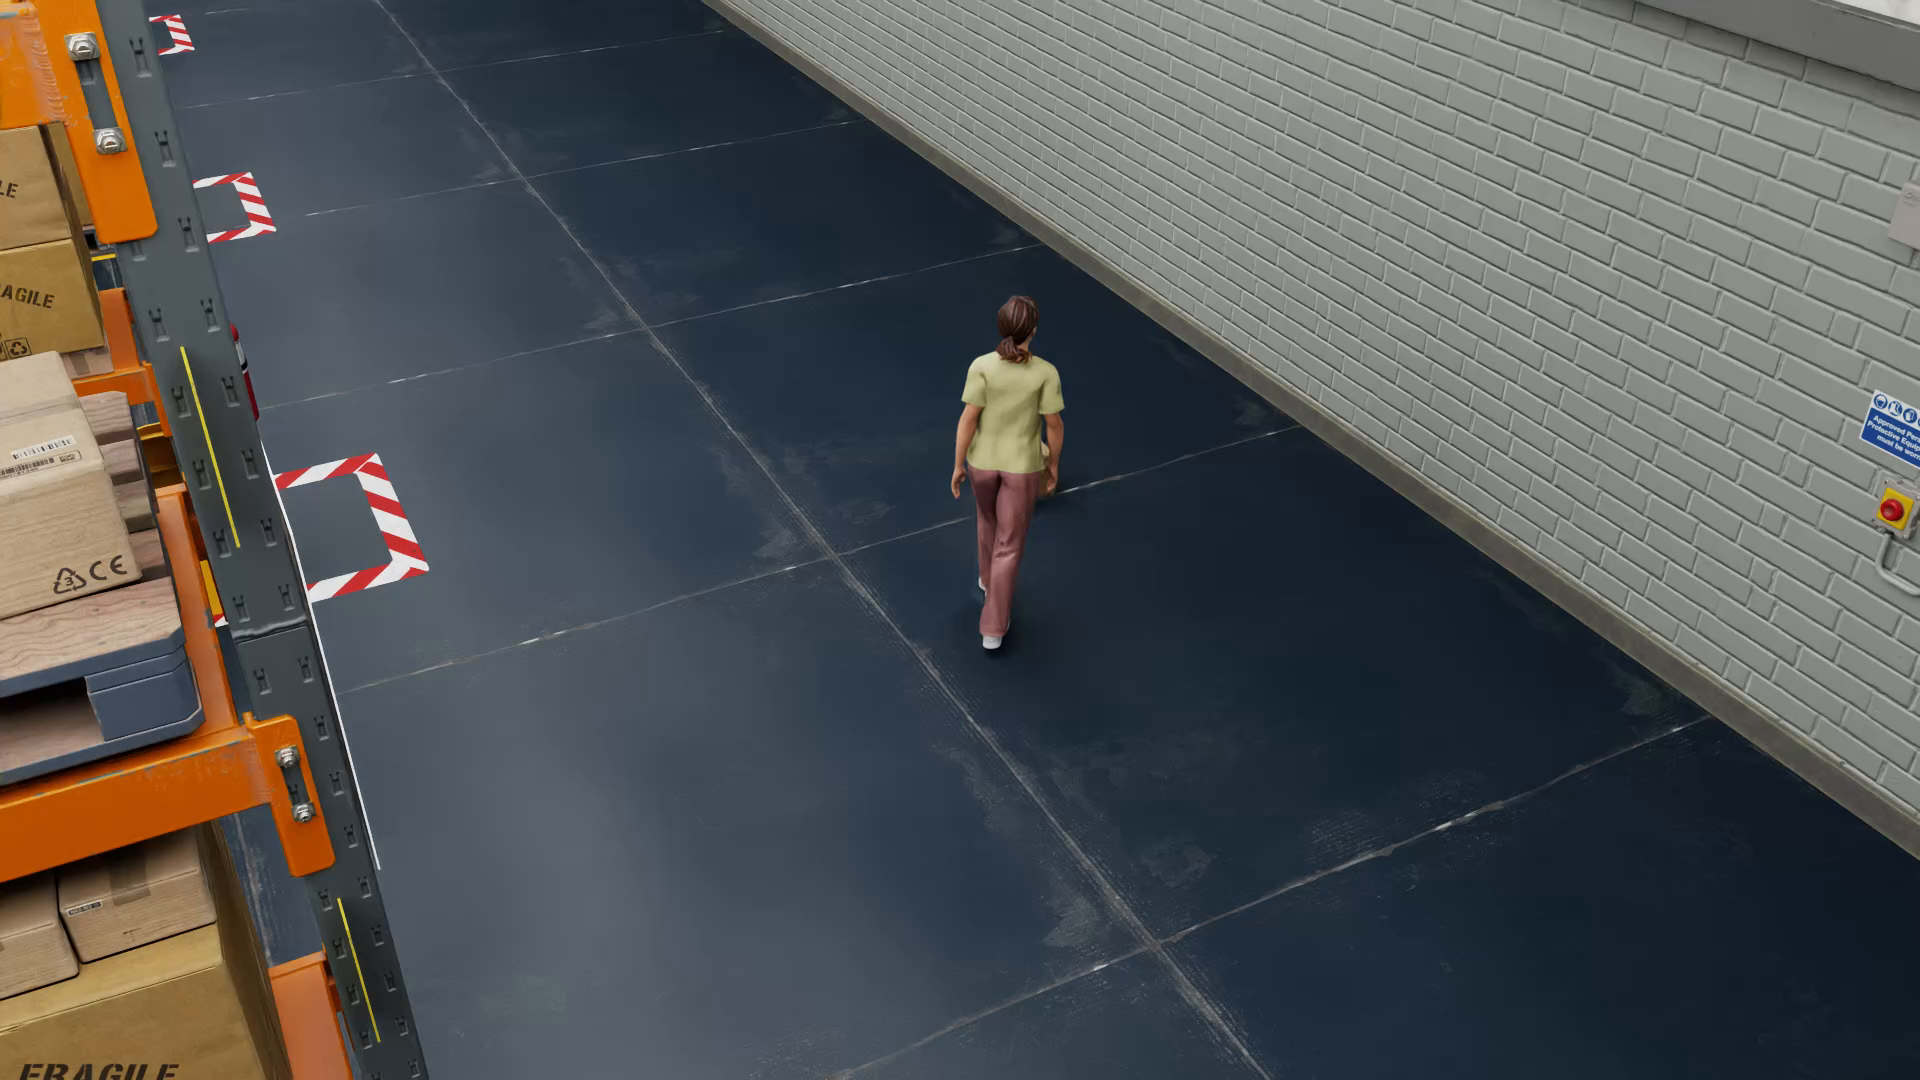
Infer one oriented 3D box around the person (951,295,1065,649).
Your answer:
[{"bbox_3d":[0.230,-0.315,7.651,0.479,1.690,0.690,8,34,12],"label":"person"}]
